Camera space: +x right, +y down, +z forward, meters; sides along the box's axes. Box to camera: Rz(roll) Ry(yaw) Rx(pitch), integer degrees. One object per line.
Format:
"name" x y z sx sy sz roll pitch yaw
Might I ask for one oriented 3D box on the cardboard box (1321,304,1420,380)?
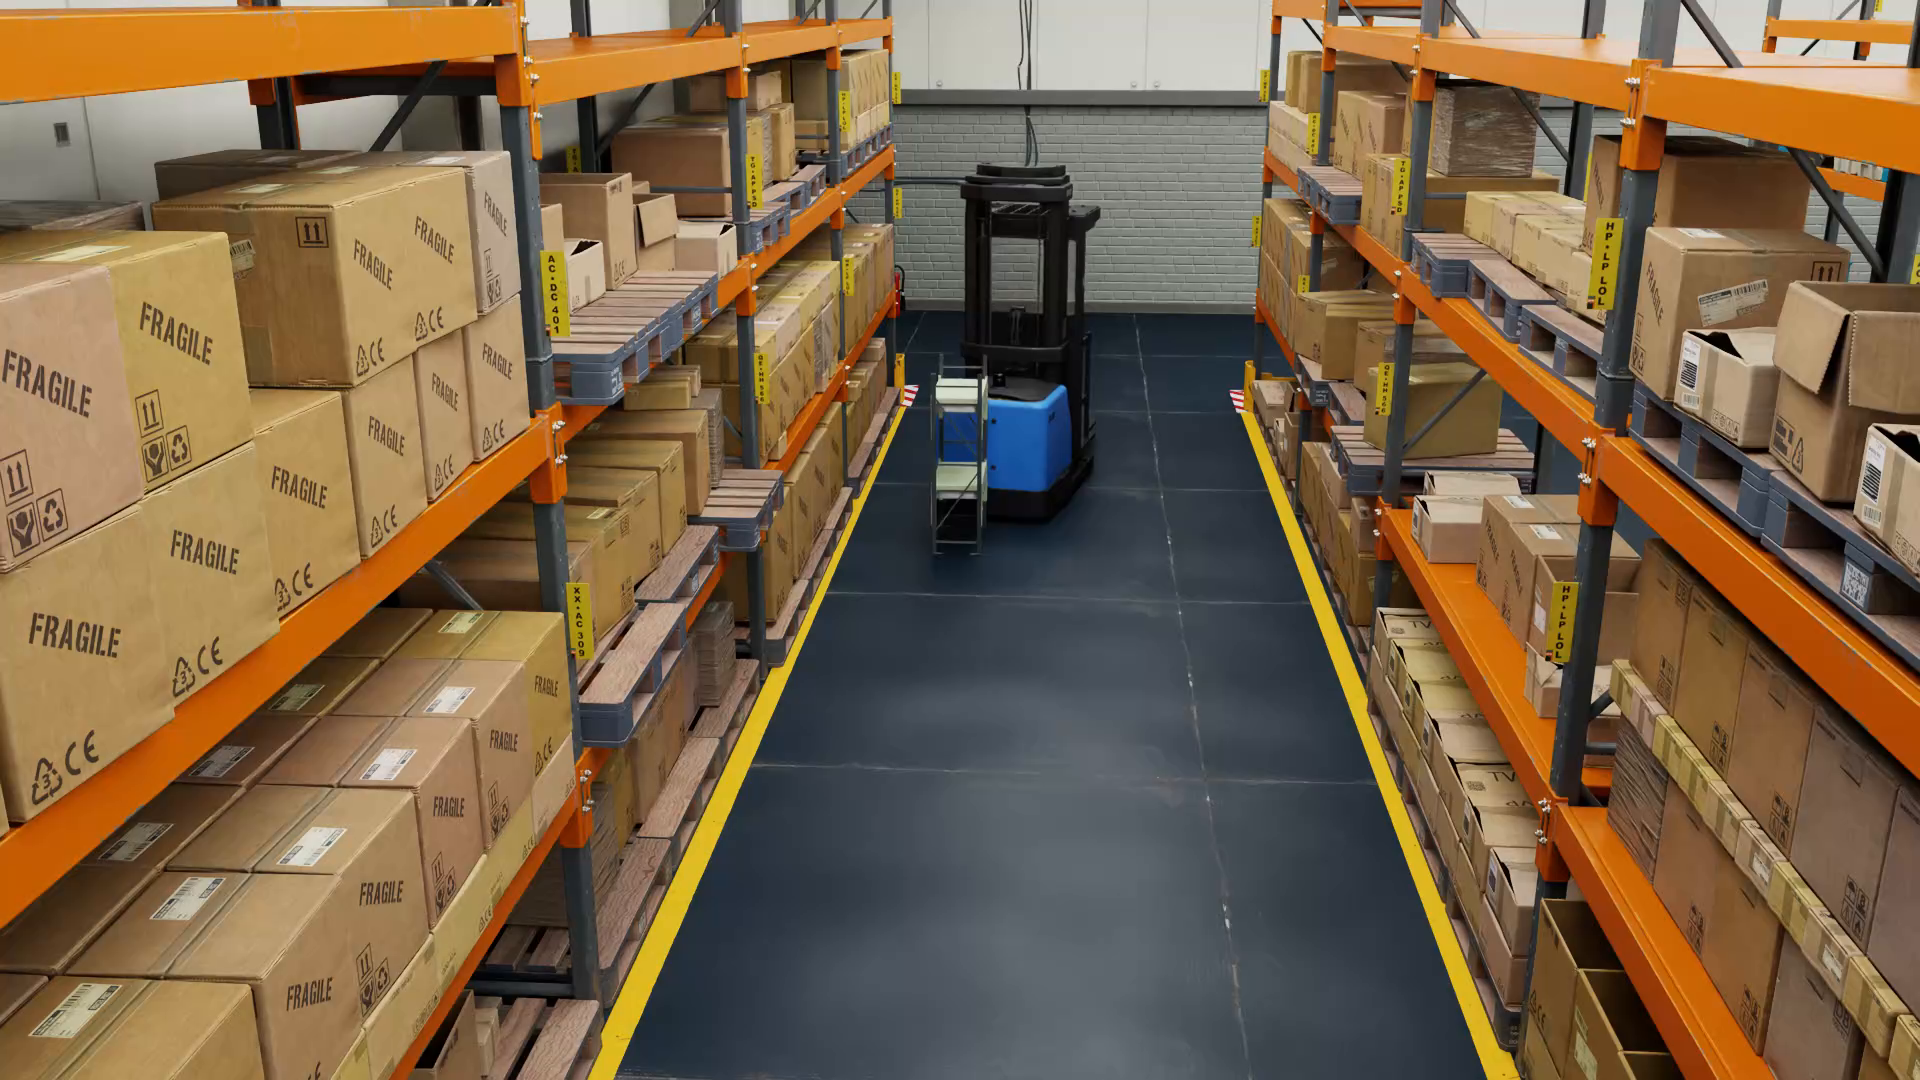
"cardboard box" 3.193 -1.535 12.956 0.700 0.500 0.500 4 19 13

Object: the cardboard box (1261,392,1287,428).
"cardboard box" 3.329 -1.317 16.834 0.500 0.250 0.500 1 18 4

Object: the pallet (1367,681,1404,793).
"pallet" 3.052 1.177 9.992 1.003 0.211 1.213 1 18 4

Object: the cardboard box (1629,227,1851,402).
"cardboard box" 2.564 -0.749 5.515 0.500 0.500 0.500 3 18 8

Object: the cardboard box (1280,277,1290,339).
"cardboard box" 3.286 -2.174 15.579 0.500 0.500 0.500 2 18 5

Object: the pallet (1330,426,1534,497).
"pallet" 3.128 -0.524 11.013 1.213 0.211 1.003 1 18 4

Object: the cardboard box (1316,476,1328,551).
"cardboard box" 3.088 -0.201 13.026 0.500 0.500 0.500 2 18 5

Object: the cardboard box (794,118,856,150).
"cardboard box" -1.192 -3.565 14.573 0.500 0.250 0.500 1 18 4

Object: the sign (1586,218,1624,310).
"sign" 2.321 -0.990 5.976 0.100 0.325 0.005 1 18 4

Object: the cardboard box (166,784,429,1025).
"cardboard box" -1.917 1.062 4.870 0.500 0.500 0.500 2 18 6

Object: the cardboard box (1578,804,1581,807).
"cardboard box" 3.218 1.241 8.159 0.500 0.311 0.500 1 18 2

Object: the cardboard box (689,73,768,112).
"cardboard box" -1.723 -3.351 12.444 0.500 0.250 0.500 1 18 2

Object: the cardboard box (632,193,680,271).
"cardboard box" -1.977 -1.596 8.961 0.797 0.503 0.637 4 19 12

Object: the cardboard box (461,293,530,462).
"cardboard box" -1.868 -0.589 5.895 0.500 0.500 0.500 2 18 5

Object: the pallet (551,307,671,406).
"pallet" -1.928 -0.796 7.018 1.213 0.211 1.003 1 18 4

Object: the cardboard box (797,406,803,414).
"cardboard box" -1.412 -1.058 12.705 0.380 0.149 0.250 2 18 6

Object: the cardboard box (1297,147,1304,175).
"cardboard box" 3.252 -3.312 14.636 0.500 0.250 0.500 1 18 4

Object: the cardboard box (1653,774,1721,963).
"cardboard box" 2.806 1.094 5.607 0.700 0.500 0.500 1 18 3

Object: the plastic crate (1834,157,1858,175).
"plastic crate" 8.197 -3.464 15.049 0.437 0.282 0.530 1 18 4

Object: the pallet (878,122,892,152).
"pallet" -1.261 -4.150 17.095 1.003 0.211 1.213 1 18 4

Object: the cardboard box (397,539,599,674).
"cardboard box" -2.008 0.316 7.274 0.700 0.500 0.500 1 18 4

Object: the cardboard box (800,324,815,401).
"cardboard box" -1.388 -1.334 12.508 0.500 0.500 0.500 2 18 5

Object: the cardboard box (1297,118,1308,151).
"cardboard box" 3.240 -3.549 14.559 0.500 0.250 0.500 1 18 4

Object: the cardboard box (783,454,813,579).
"cardboard box" -1.539 -0.188 12.457 0.750 0.750 0.750 1 18 4

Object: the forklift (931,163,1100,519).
"forklift" 0.648 -1.996 15.306 1.130 2.935 3.031 5 19 15

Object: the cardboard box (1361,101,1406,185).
"cardboard box" 3.234 -2.796 11.827 0.600 0.600 0.600 1 18 2

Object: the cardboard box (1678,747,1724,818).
"cardboard box" 2.598 0.802 5.455 0.380 0.149 0.250 1 18 3

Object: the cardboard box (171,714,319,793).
"cardboard box" -2.402 0.892 5.388 0.500 0.500 0.500 2 18 5

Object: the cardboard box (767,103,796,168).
"cardboard box" -1.678 -3.166 13.083 0.700 0.500 0.500 0 18 1

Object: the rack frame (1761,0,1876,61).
"rack frame" 8.663 -5.627 16.643 1.000 3.000 0.127 1 18 4

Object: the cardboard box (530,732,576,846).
"cardboard box" -1.810 0.946 6.429 0.500 0.250 0.500 1 18 4

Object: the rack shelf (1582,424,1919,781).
"rack shelf" 2.719 0.377 4.294 1.077 0.370 4.000 1 18 4

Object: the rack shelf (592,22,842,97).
"rack shelf" -1.648 -3.453 11.805 1.077 0.370 4.000 1 18 4

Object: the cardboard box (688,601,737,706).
"cardboard box" -1.791 0.691 10.304 0.700 0.500 0.500 2 18 5

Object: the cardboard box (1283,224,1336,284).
"cardboard box" 3.285 -2.647 15.416 0.500 0.500 0.500 1 18 4

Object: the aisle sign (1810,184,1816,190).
"aisle sign" 8.961 -4.027 17.221 0.394 0.787 0.004 1 18 4

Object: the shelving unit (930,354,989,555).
"shelving unit" 0.000 -0.711 13.683 0.431 1.500 0.755 1 18 4

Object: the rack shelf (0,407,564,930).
"rack shelf" -2.222 0.267 4.628 1.077 0.370 4.000 1 18 4

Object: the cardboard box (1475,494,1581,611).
"cardboard box" 3.046 0.071 8.729 0.500 0.500 0.500 0 18 1

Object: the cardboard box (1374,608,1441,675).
"cardboard box" 2.819 0.594 10.135 0.500 0.311 0.500 2 18 6

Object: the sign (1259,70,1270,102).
"sign" 3.182 -4.740 17.352 0.100 0.325 0.005 1 18 4

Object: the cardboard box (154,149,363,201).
"cardboard box" -2.398 -1.082 5.792 0.500 0.500 0.500 2 18 5

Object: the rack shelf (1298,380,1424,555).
"rack shelf" 3.293 -0.682 12.343 1.077 0.370 4.000 1 18 4

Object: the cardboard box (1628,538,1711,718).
"cardboard box" 2.837 0.313 5.906 0.700 0.500 0.500 1 18 4

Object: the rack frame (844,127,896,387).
"rack frame" -1.218 -2.997 18.252 1.000 3.000 0.127 1 18 4

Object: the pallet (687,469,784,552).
"pallet" -1.736 -0.198 10.017 1.213 0.211 1.003 1 18 4

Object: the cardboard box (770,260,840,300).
"cardboard box" -1.283 -2.159 13.819 0.500 0.250 0.500 2 18 5

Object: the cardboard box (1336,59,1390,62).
"cardboard box" 3.610 -3.897 14.417 0.700 0.500 0.500 1 18 4

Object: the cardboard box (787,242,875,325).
"cardboard box" -1.350 -2.518 16.309 0.980 0.700 0.700 0 18 1

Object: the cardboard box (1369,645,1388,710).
"cardboard box" 2.819 0.860 10.222 0.500 0.250 0.500 1 18 4

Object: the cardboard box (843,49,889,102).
"cardboard box" -0.998 -4.721 16.899 0.500 0.500 0.500 1 18 4

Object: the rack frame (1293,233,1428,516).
"rack frame" 3.436 -1.645 14.127 1.000 3.000 0.127 1 18 4

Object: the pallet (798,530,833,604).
"pallet" -1.570 0.192 12.999 1.003 0.211 1.213 1 18 4

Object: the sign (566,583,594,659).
"sign" -1.537 0.328 6.714 0.100 0.325 0.005 1 18 4

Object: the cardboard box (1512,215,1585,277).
"cardboard box" 3.101 -1.474 8.353 0.500 0.250 0.500 1 18 3

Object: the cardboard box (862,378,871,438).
"cardboard box" -1.271 -1.312 16.449 0.700 0.500 0.500 2 18 5
